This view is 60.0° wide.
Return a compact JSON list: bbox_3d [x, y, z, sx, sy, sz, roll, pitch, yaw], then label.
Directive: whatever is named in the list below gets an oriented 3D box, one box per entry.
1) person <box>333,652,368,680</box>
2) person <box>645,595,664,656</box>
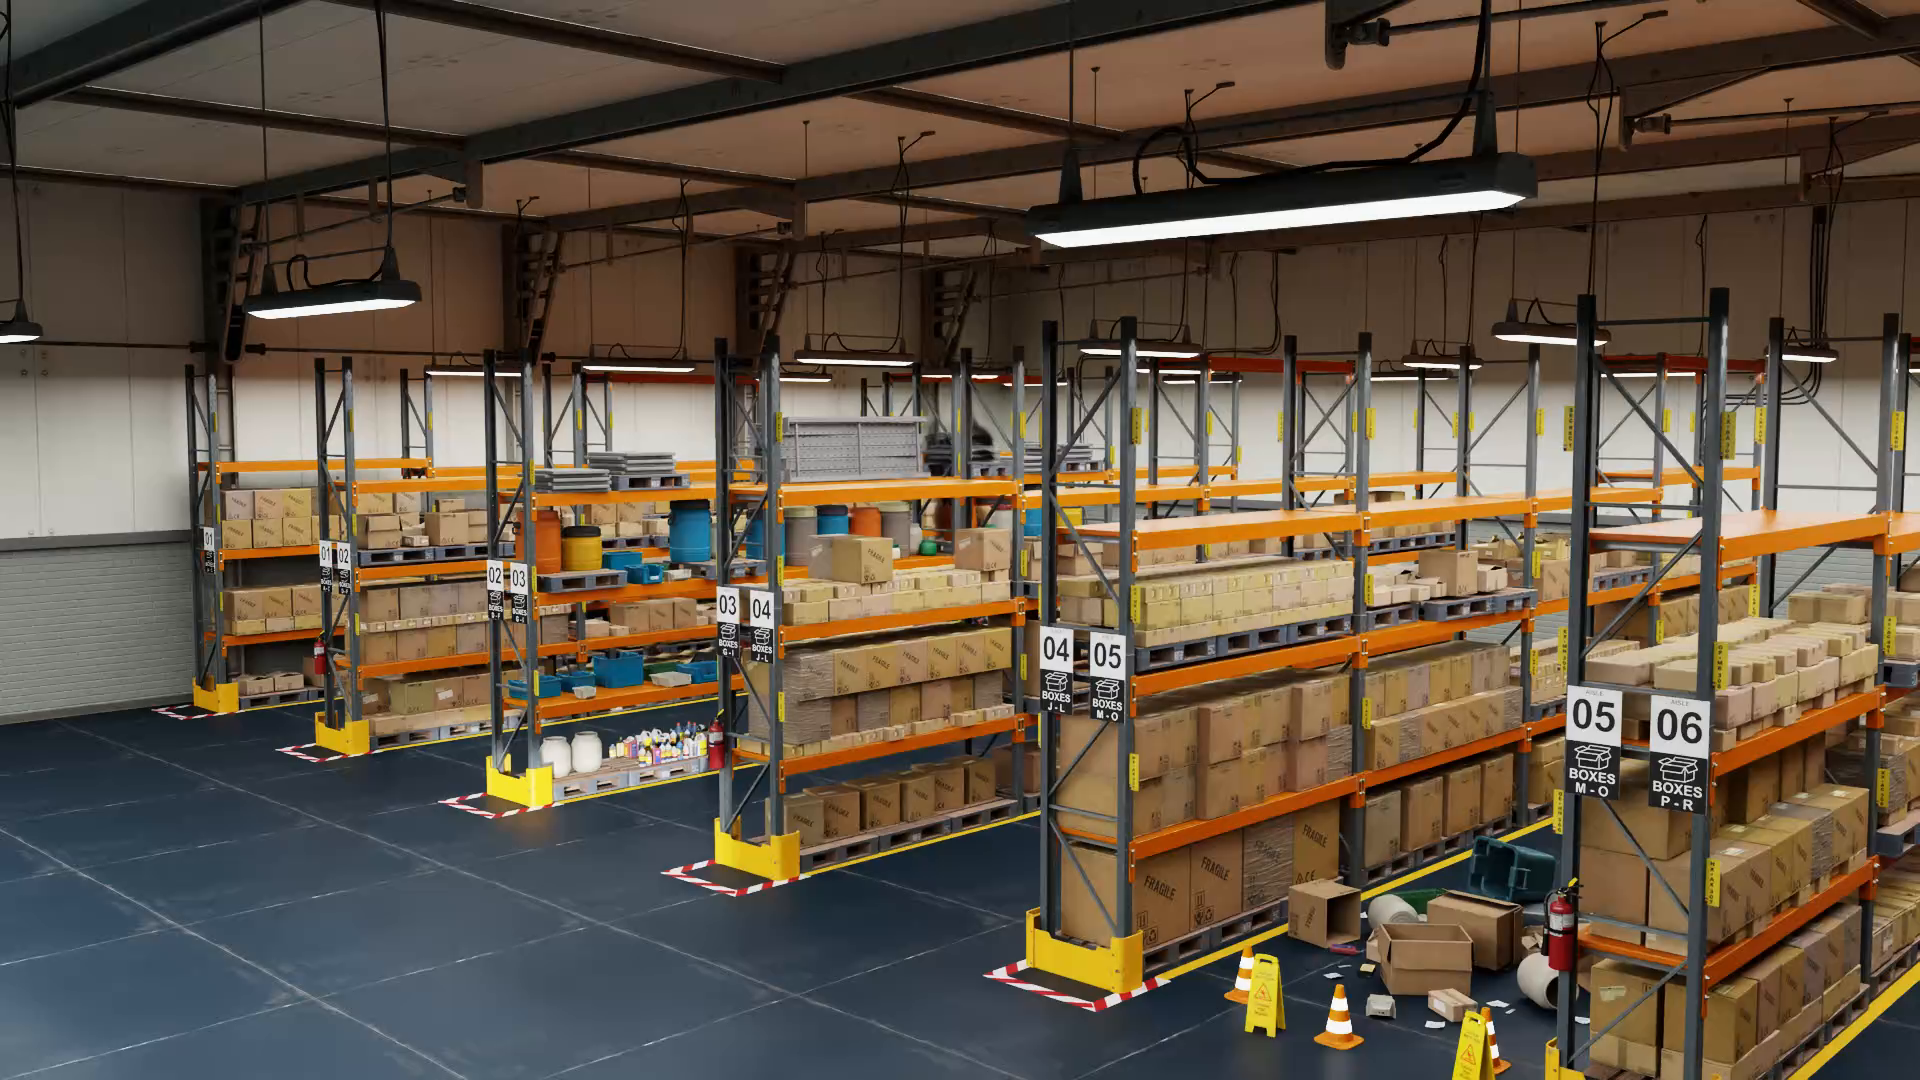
[{"bbox_3d":[-9.970,2.150,27.623,0.852,1.749,0.678,-4,6,-44],"label":"person"},{"bbox_3d":[-6.070,1.789,32.743,0.658,1.734,0.955,3,5,37],"label":"person"}]
